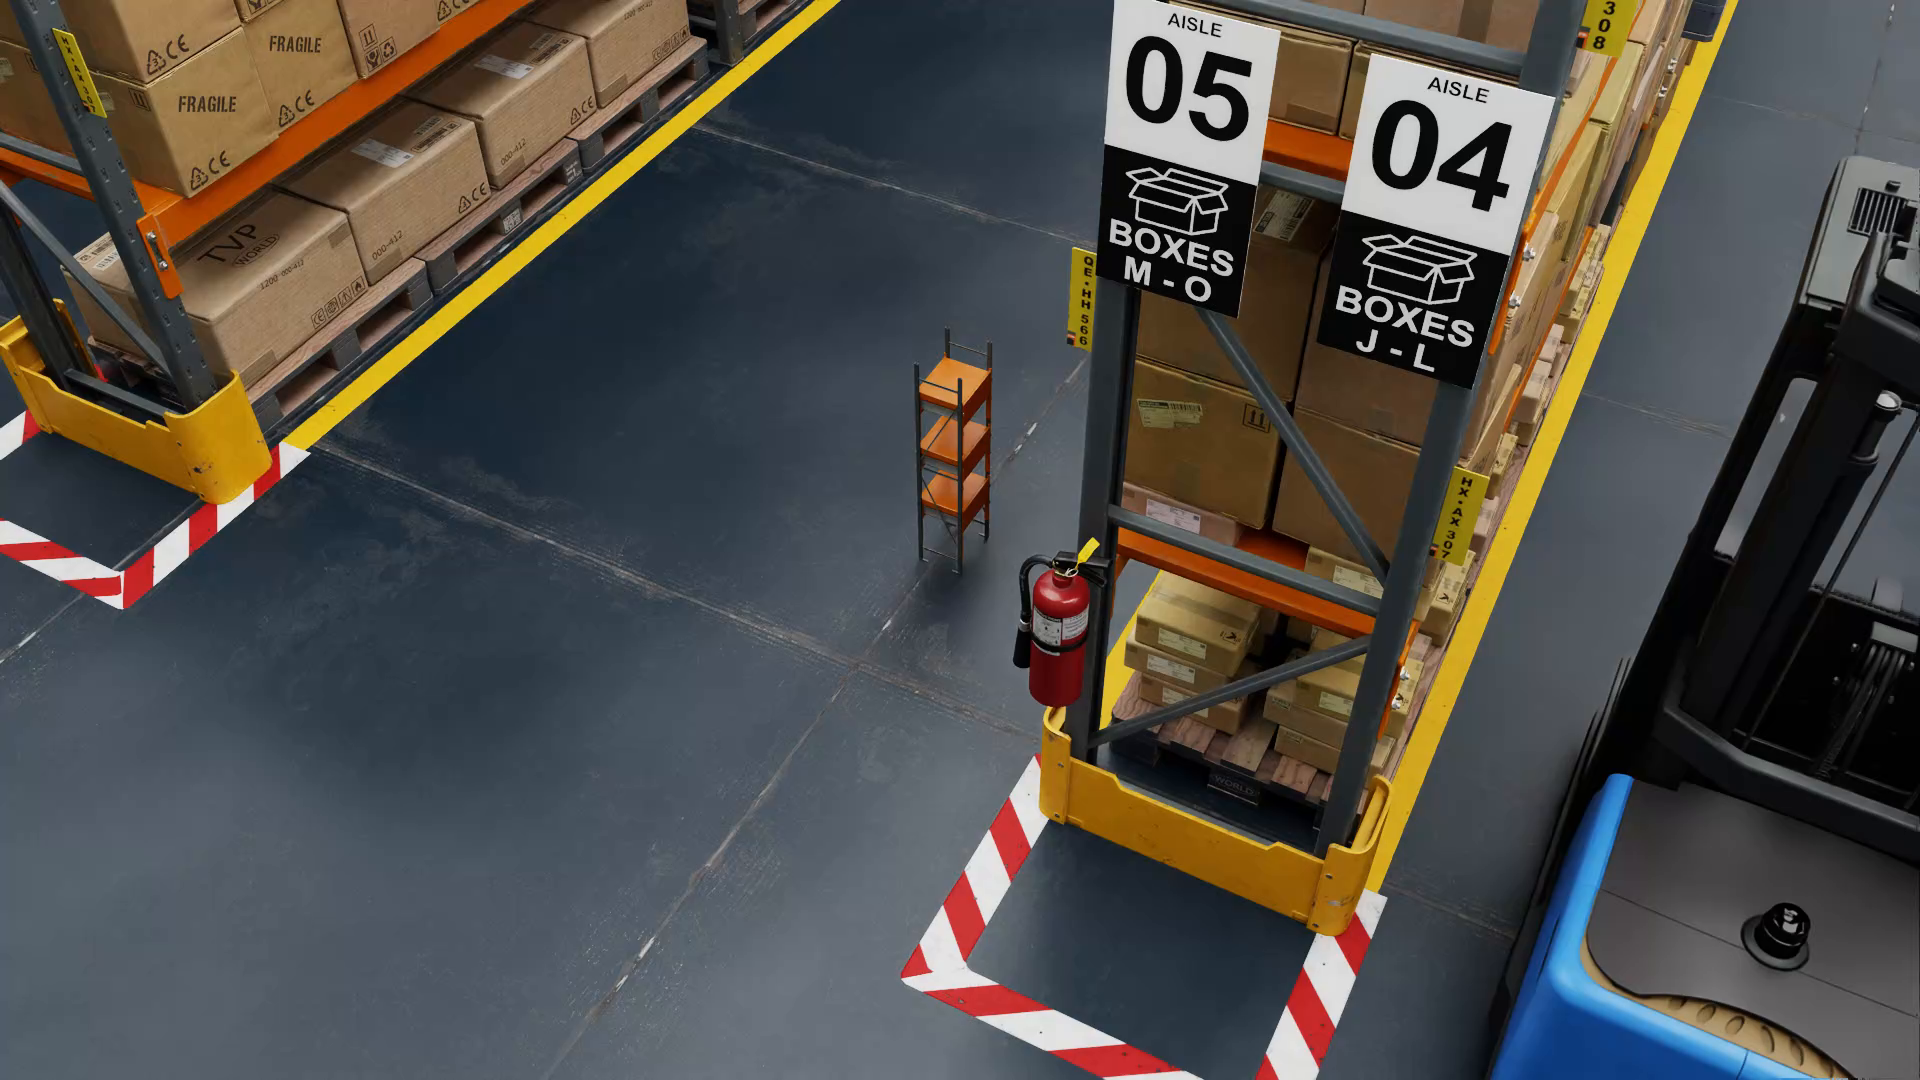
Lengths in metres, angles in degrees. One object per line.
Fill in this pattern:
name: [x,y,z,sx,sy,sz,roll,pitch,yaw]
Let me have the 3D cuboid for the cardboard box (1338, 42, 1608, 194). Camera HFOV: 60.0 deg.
cardboard box: [1.261,-1.134,4.039,0.500,0.250,0.500,22,49,20]

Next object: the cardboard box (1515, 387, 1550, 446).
cardboard box: [2.323,-0.588,7.211,0.380,0.149,0.250,20,49,19]

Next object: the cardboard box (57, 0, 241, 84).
cardboard box: [-3.130,-2.100,6.223,0.500,0.500,0.500,19,48,18]

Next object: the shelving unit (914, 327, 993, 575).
shelving unit: [-0.025,-0.335,6.623,0.215,1.050,0.252,20,49,19]

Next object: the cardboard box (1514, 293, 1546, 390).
cardboard box: [1.506,-0.611,5.246,0.500,0.500,0.500,21,49,19]

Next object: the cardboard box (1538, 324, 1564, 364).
cardboard box: [2.323,-0.827,7.029,0.380,0.149,0.250,18,48,17]

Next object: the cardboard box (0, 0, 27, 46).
cardboard box: [-3.592,-2.274,6.395,0.500,0.500,0.500,22,49,20]

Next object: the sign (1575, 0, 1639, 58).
sign: [1.307,-1.117,3.301,0.100,0.325,0.005,20,49,19]

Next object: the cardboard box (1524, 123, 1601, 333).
cardboard box: [1.499,-0.941,4.868,0.500,0.500,0.500,22,49,20]

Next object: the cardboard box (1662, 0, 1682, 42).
cardboard box: [2.470,-2.233,6.145,0.500,0.500,0.500,19,48,18]

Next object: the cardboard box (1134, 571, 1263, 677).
cardboard box: [0.848,0.294,5.921,0.380,0.149,0.250,21,49,19]

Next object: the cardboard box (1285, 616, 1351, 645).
cardboard box: [1.392,0.280,5.935,0.380,0.149,0.250,21,49,20]

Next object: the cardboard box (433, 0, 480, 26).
cardboard box: [-2.448,-2.711,7.530,0.500,0.500,0.500,22,49,20]

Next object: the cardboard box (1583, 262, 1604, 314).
cardboard box: [2.803,-1.240,7.856,0.380,0.149,0.250,21,49,20]

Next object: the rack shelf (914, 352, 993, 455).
rack shelf: [-0.025,-0.527,6.429,0.215,0.259,0.240,20,49,19]

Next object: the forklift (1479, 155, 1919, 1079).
forklift: [2.695,0.119,4.851,1.130,2.935,3.031,21,49,20]

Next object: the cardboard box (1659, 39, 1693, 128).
cardboard box: [3.505,-2.435,8.790,0.500,0.500,0.500,23,50,21]

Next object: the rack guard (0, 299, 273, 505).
rack guard: [-3.616,-0.611,7.282,1.175,0.500,0.348,20,49,19]

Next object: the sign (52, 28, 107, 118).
sign: [-3.116,-1.650,5.887,0.100,0.325,0.005,20,49,19]

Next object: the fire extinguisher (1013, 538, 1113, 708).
fire extinguisher: [0.301,0.230,5.010,0.296,0.674,0.183,20,49,19]

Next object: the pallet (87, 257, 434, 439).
pallet: [-3.303,-1.054,7.924,1.003,0.211,1.213,20,49,19]

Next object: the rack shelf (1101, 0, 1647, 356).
rack shelf: [1.755,-1.996,5.290,1.077,0.370,4.000,20,49,19]

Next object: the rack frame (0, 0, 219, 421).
rack frame: [-3.605,-1.505,6.408,1.000,3.000,0.127,20,49,19]

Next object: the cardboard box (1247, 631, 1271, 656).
cardboard box: [0.988,0.242,6.182,0.380,0.149,0.250,19,48,18]

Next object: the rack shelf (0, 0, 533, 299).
rack shelf: [-2.676,-2.512,7.909,1.077,0.370,4.000,20,49,19]

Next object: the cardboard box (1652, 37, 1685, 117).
cardboard box: [3.260,-2.365,8.193,0.500,0.250,0.500,18,48,17]

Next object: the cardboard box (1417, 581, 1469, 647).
cardboard box: [1.727,0.220,6.412,0.380,0.149,0.250,21,49,20]

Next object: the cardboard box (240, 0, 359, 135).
cardboard box: [-2.917,-2.076,6.902,0.500,0.500,0.500,20,49,19]

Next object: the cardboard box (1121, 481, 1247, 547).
cardboard box: [0.728,-0.145,5.241,0.380,0.149,0.250,21,49,19]

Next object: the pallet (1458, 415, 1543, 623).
pallet: [1.838,-0.268,7.146,1.003,0.211,1.213,20,49,19]

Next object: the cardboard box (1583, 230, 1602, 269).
cardboard box: [2.665,-1.325,7.521,0.380,0.149,0.250,21,49,20]

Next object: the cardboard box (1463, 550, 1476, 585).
cardboard box: [1.725,0.107,6.315,0.380,0.149,0.250,22,49,20]

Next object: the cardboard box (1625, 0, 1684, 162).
cardboard box: [2.467,-1.869,6.489,0.500,0.500,0.500,19,48,18]

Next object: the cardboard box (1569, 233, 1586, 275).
cardboard box: [2.096,-1.100,6.185,0.380,0.149,0.250,21,49,20]

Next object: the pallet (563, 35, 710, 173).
pallet: [-2.170,-2.591,9.443,1.003,0.211,1.213,20,49,19]

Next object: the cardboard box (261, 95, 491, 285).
cardboard box: [-2.969,-1.780,8.186,0.875,0.438,0.875,22,49,20]

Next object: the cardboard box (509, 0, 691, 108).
cardboard box: [-2.134,-2.912,9.305,0.875,0.438,0.875,20,49,19]

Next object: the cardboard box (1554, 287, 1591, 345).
cardboard box: [2.595,-1.052,7.460,0.380,0.149,0.250,19,48,18]

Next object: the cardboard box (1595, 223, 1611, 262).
cardboard box: [2.819,-1.401,7.805,0.380,0.149,0.250,21,49,20]

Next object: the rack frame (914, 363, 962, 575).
rack frame: [-0.081,-0.258,6.547,0.200,1.050,0.008,20,49,19]

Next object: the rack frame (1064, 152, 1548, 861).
rack frame: [0.827,0.066,4.856,1.000,3.000,0.127,20,49,19]

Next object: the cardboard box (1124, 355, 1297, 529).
cardboard box: [0.807,-0.442,5.078,0.500,0.500,0.500,21,49,20]

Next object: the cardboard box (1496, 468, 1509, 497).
cardboard box: [2.060,-0.283,6.910,0.380,0.149,0.250,20,49,19]

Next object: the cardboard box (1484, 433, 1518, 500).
cardboard box: [1.964,-0.342,6.550,0.380,0.149,0.250,21,49,20]

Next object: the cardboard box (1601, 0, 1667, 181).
cardboard box: [1.993,-1.583,5.503,0.500,0.500,0.500,19,48,18]

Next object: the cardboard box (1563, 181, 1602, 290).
cardboard box: [1.975,-1.239,5.866,0.500,0.500,0.500,19,48,18]

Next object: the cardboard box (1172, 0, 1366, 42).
cardboard box: [0.815,-1.486,4.034,0.500,0.250,0.500,19,48,18]

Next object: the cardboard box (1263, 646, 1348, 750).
cardboard box: [1.297,0.570,5.857,0.380,0.149,0.250,22,49,21]

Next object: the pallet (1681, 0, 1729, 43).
pallet: [3.167,-2.820,7.843,1.003,0.211,1.213,20,49,19]

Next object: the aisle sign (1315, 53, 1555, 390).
aisle sign: [1.058,-0.703,3.788,0.394,0.787,0.004,20,49,19]

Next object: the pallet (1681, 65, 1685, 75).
pallet: [3.609,-2.736,9.586,1.003,0.211,1.213,20,49,19]

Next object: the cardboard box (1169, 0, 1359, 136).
cardboard box: [0.803,-1.310,4.212,0.500,0.250,0.500,19,48,18]

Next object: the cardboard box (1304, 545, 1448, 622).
cardboard box: [1.267,0.058,5.040,0.380,0.149,0.250,20,49,19]

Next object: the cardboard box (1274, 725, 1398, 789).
cardboard box: [1.353,0.696,5.942,0.380,0.149,0.250,21,49,20]

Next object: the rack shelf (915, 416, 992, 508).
rack shelf: [-0.025,-0.328,6.631,0.215,0.259,0.240,20,49,19]

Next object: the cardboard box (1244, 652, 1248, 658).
cardboard box: [0.916,0.324,6.310,0.380,0.149,0.250,22,49,20]
